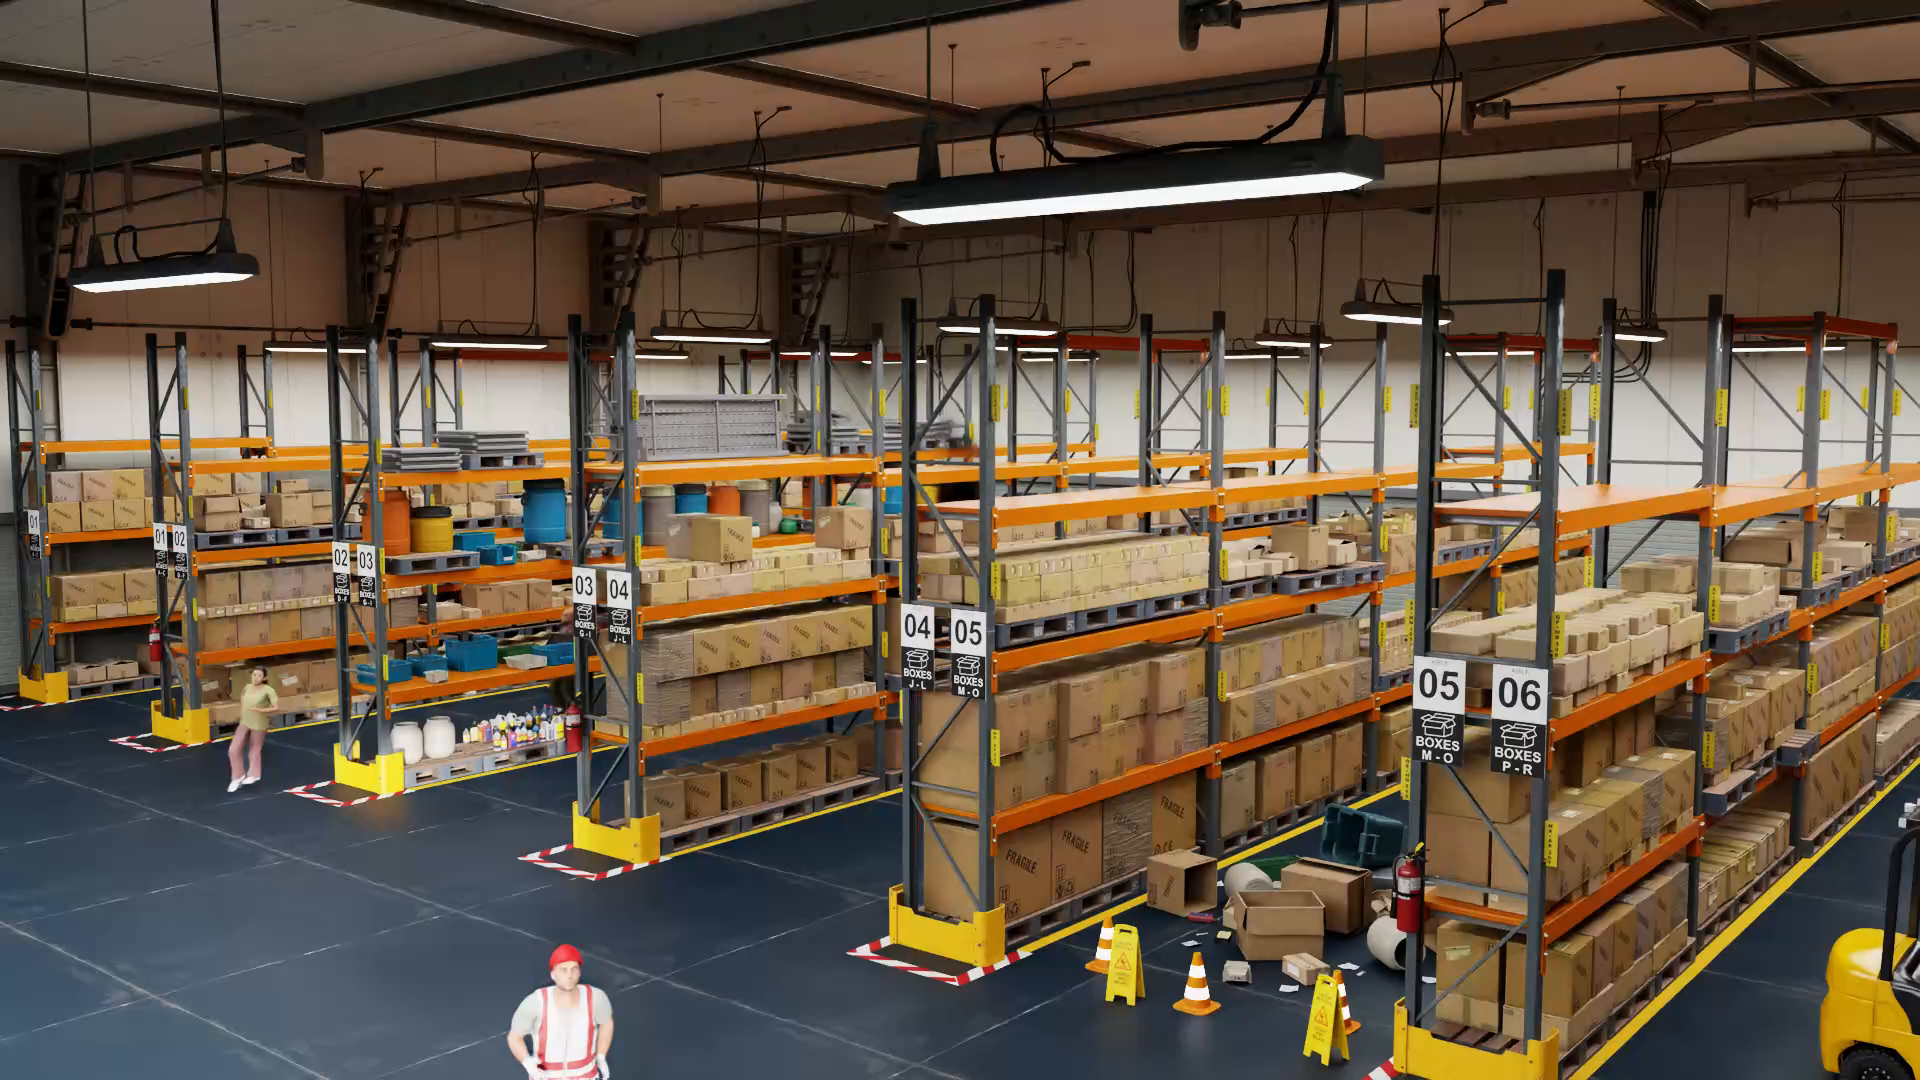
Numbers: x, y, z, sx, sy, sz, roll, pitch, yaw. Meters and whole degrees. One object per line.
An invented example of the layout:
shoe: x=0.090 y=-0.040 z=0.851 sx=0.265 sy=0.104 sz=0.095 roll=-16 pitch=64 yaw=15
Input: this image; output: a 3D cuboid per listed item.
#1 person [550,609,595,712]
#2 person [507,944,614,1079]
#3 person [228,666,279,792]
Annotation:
person: x=-6.160 y=1.950 z=26.170 sx=0.715 sy=1.724 sz=0.813 roll=4 pitch=7 yaw=39
person: x=-2.459 y=3.366 z=10.293 sx=0.646 sy=1.779 sz=0.816 roll=-1 pitch=5 yaw=-15
person: x=-9.126 y=2.428 z=21.557 sx=0.667 sy=1.646 sz=0.653 roll=0 pitch=5 yaw=3
